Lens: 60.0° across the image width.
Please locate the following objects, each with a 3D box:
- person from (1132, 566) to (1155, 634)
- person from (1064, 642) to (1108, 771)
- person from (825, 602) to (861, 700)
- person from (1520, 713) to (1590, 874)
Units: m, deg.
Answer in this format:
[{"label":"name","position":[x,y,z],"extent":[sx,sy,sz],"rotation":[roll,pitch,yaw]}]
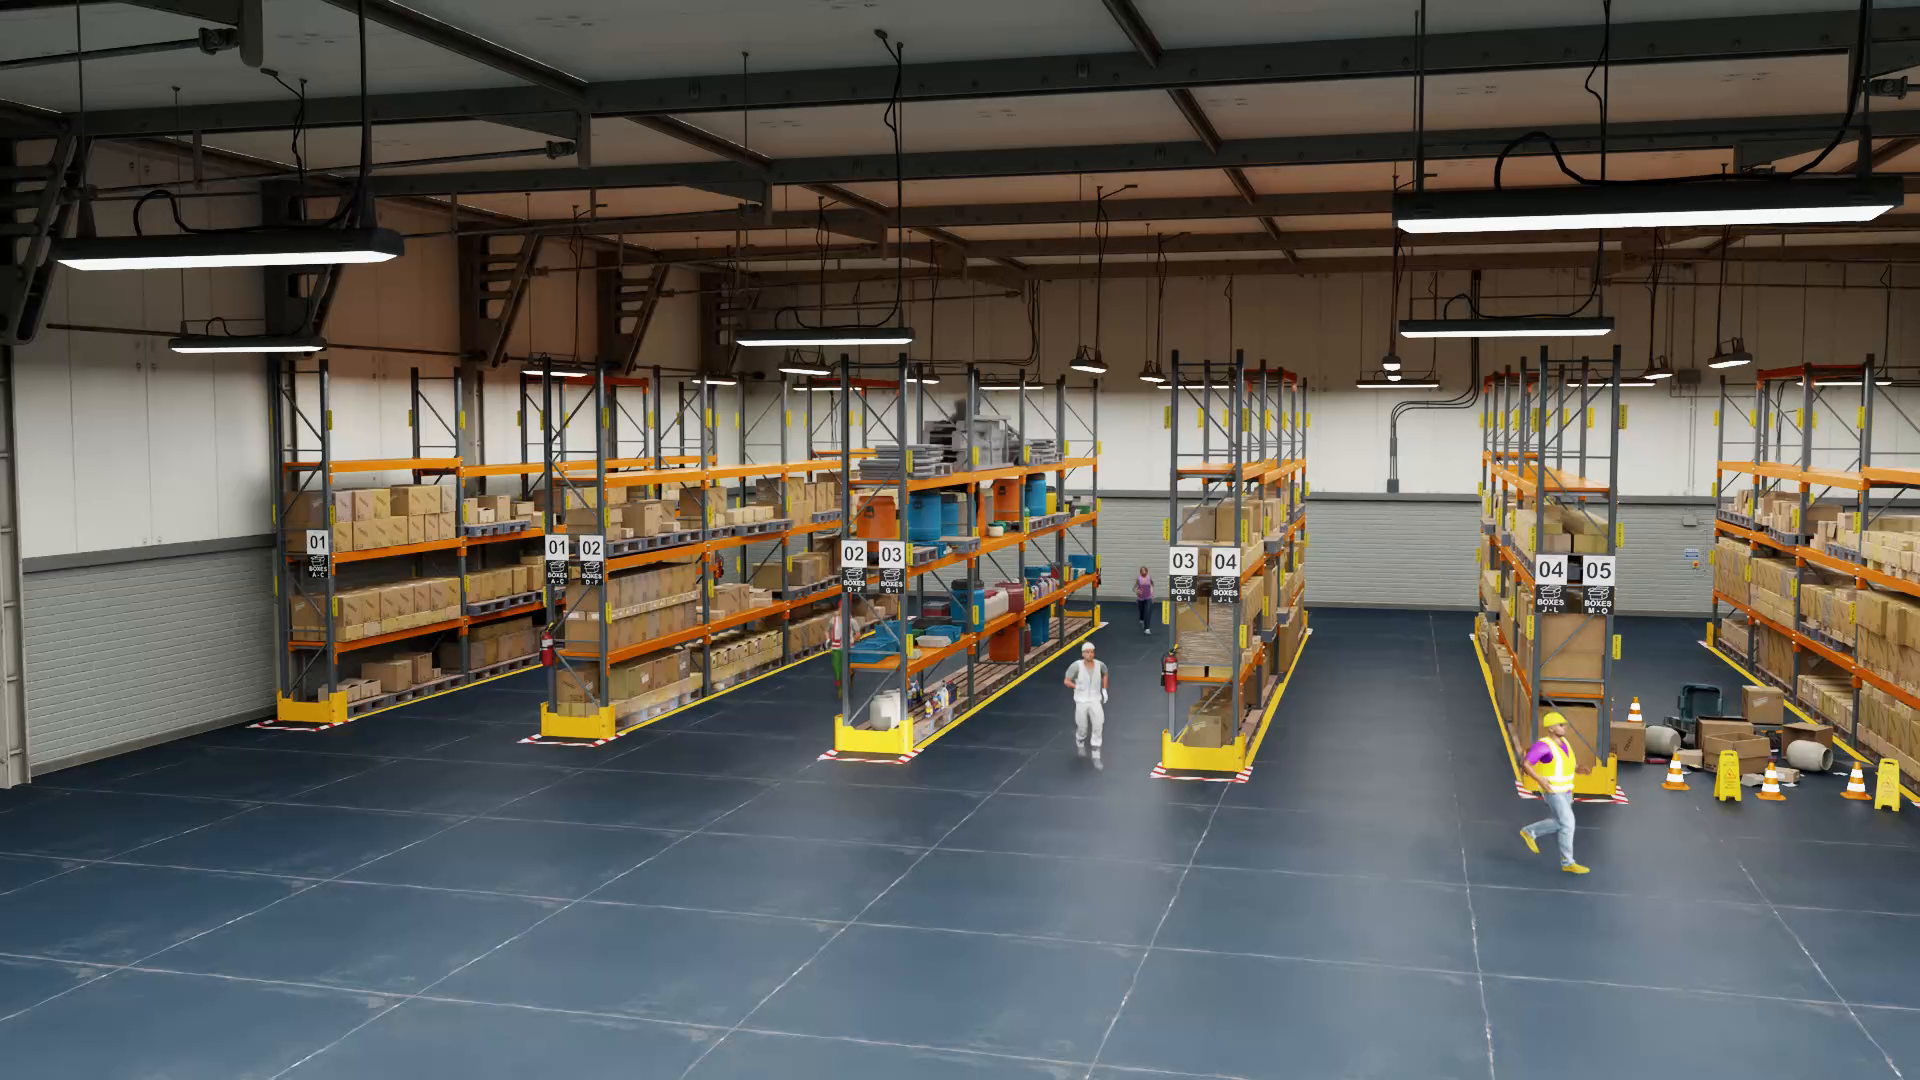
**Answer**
[{"label":"person","position":[4.323,1.397,39.149],"extent":[0.546,1.575,0.859],"rotation":[0,4,-1]},{"label":"person","position":[1.851,2.369,24.190],"extent":[0.688,1.797,0.962],"rotation":[0,4,-7]},{"label":"person","position":[-2.119,1.977,29.954],"extent":[0.663,1.748,0.780],"rotation":[0,4,3]},{"label":"person","position":[6.635,2.794,18.568],"extent":[0.714,1.744,0.901],"rotation":[-4,5,-41]}]
